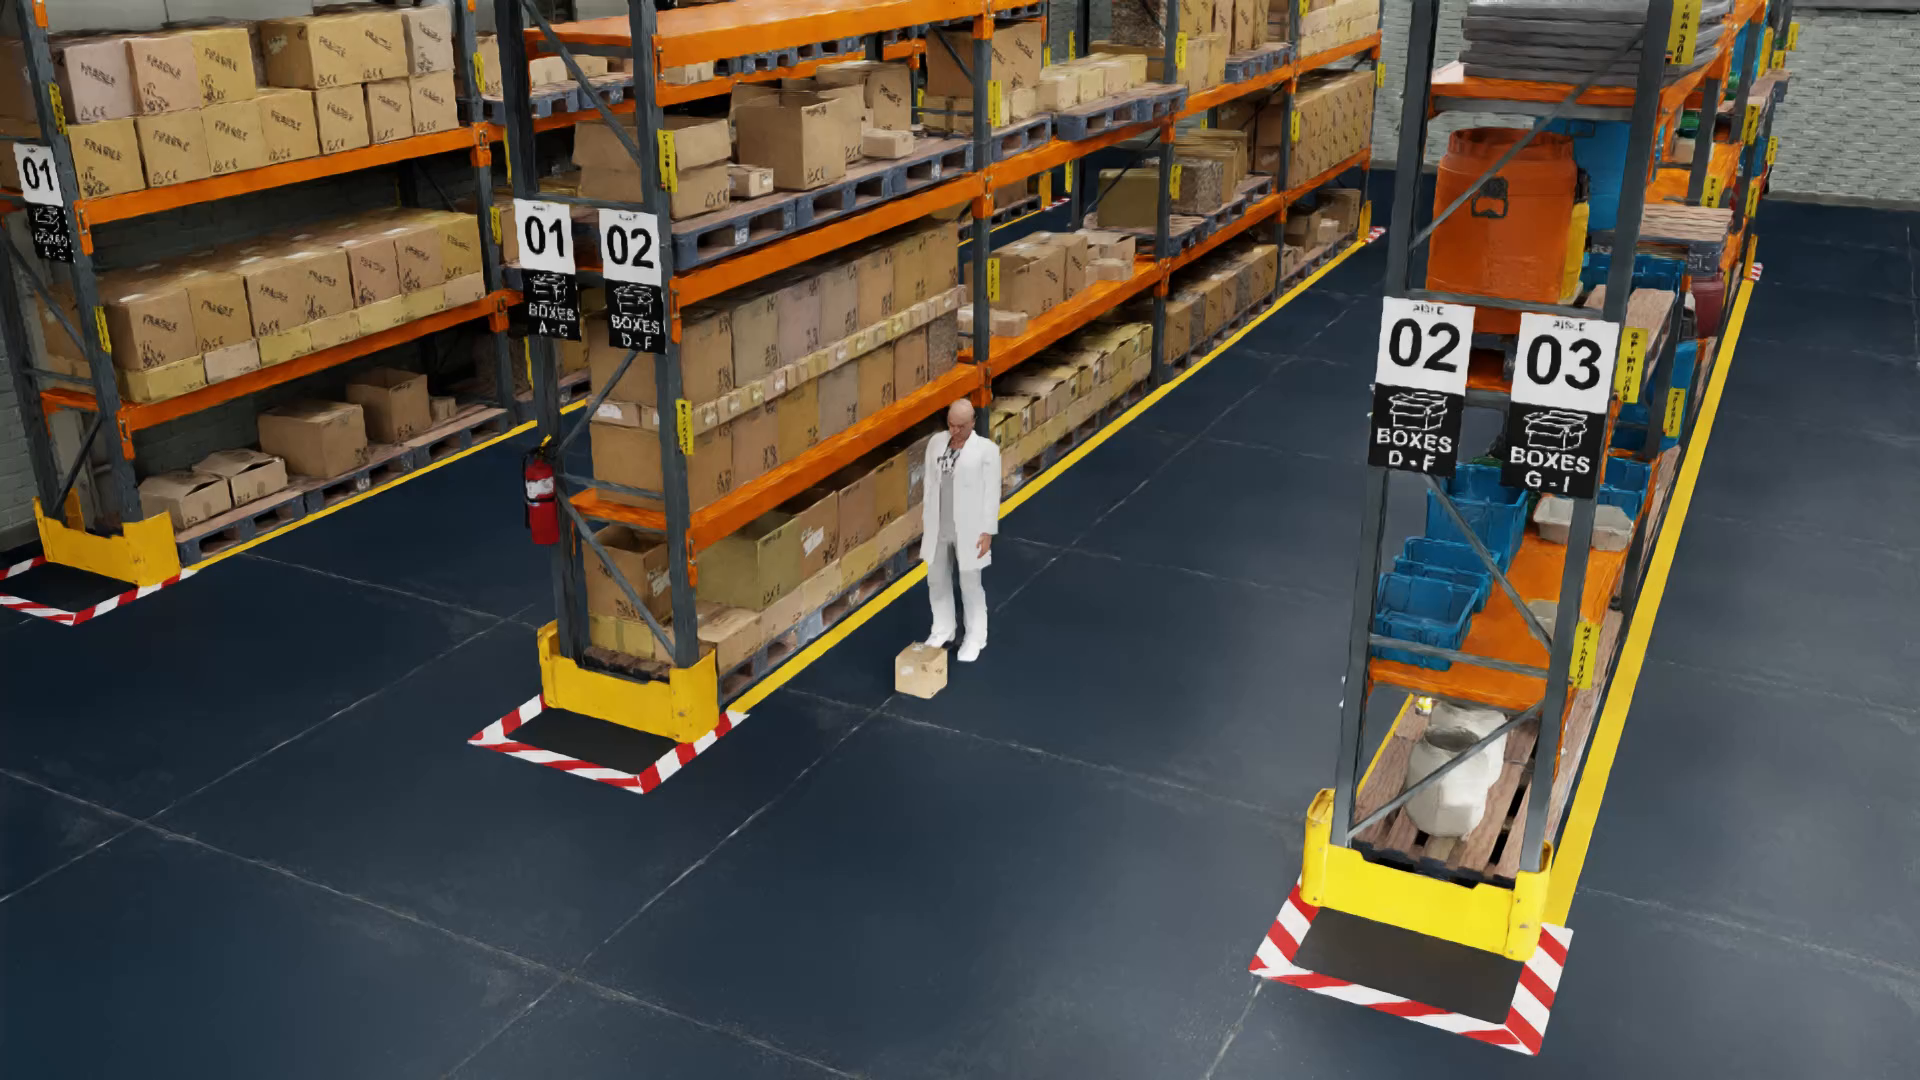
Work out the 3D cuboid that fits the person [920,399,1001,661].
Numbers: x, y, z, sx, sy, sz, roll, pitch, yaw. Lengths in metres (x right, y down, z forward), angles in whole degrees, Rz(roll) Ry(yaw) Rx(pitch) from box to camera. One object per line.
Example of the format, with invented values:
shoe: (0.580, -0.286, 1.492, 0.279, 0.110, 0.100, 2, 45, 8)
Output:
person: (-0.006, -0.071, 10.965, 0.562, 1.774, 0.378, 12, 25, 26)
